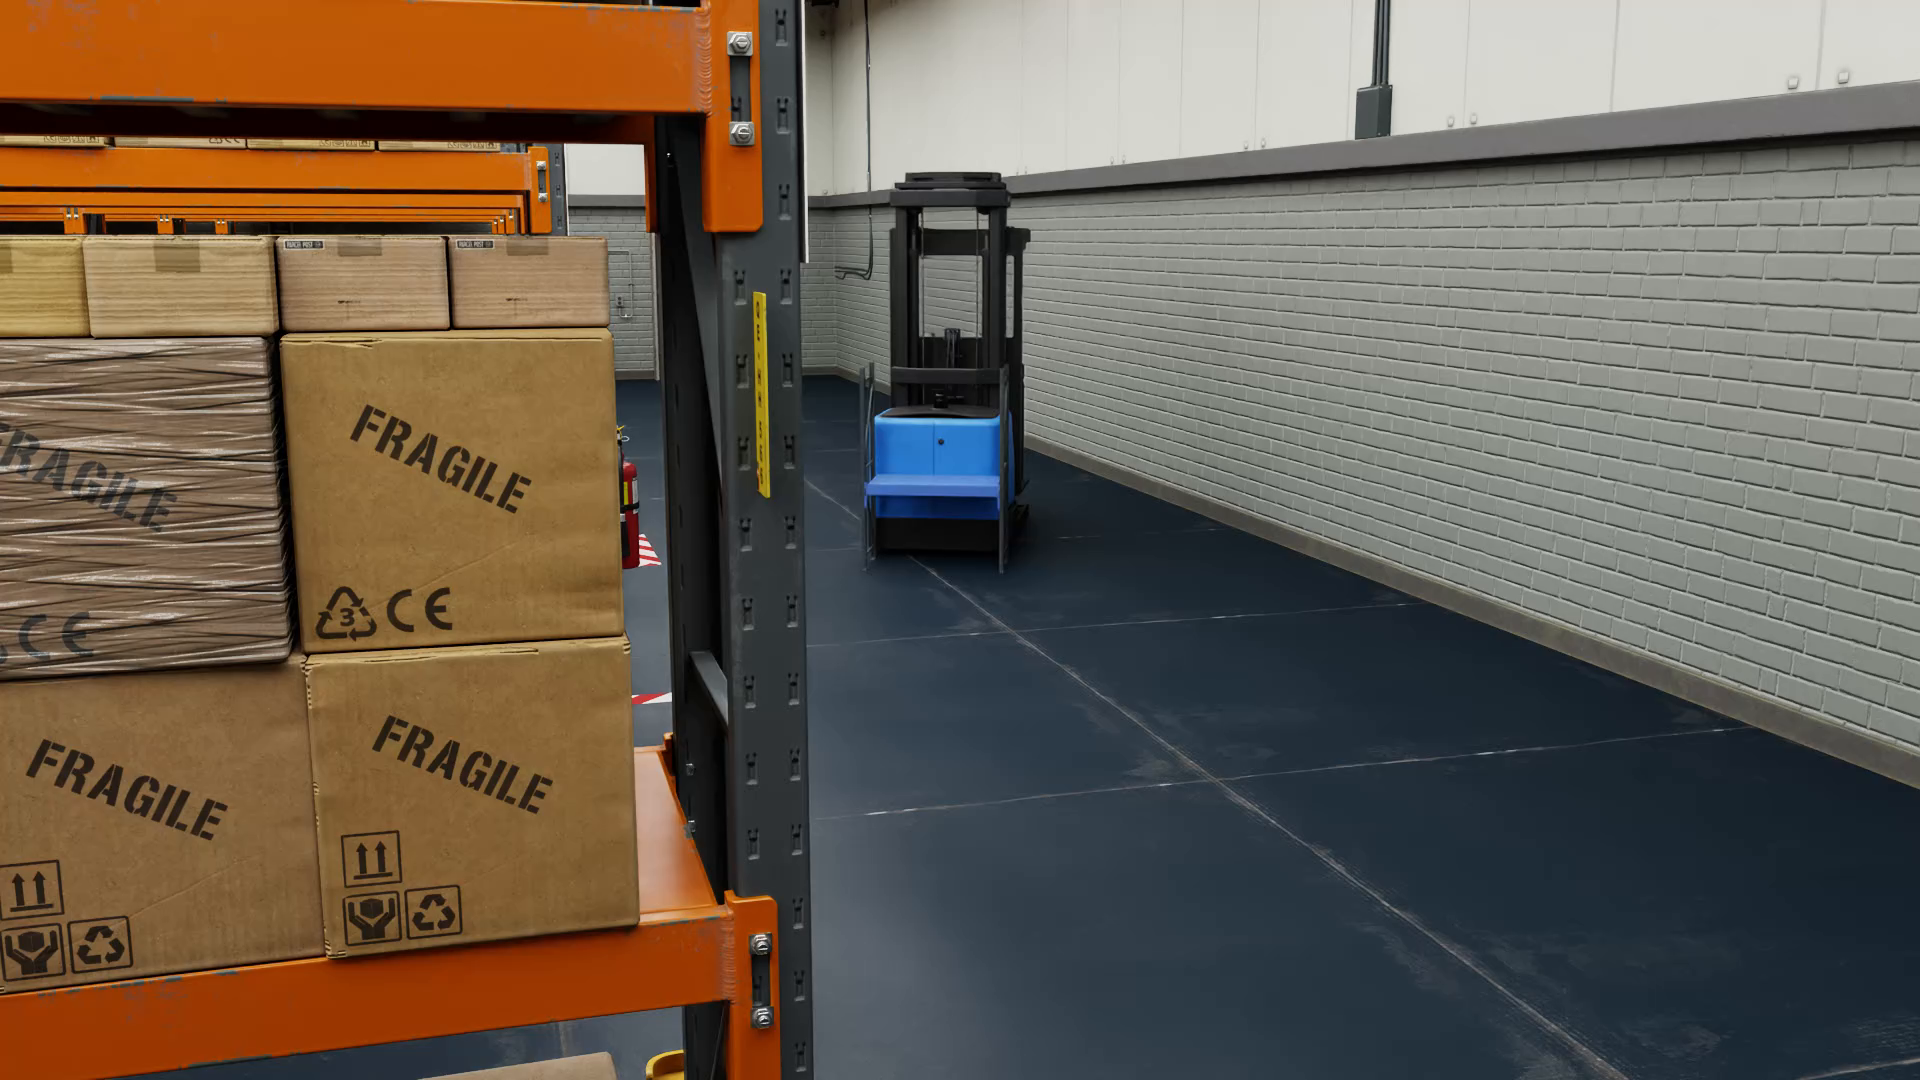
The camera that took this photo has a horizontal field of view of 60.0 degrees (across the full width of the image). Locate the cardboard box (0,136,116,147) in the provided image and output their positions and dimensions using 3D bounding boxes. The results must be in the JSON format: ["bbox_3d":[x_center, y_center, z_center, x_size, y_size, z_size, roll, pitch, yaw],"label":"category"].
[{"bbox_3d":[-3.775,-1.751,6.904,0.500,0.250,0.500,-3,11,-13],"label":"cardboard box"}]

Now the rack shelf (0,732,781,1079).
[{"bbox_3d":[-2.379,0.811,2.841,4.000,0.370,1.077,-3,11,-16],"label":"rack shelf"}]

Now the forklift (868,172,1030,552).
[{"bbox_3d":[0.003,-1.566,13.959,1.130,2.935,3.031,1,11,8],"label":"forklift"}]

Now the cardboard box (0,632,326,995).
[{"bbox_3d":[-1.334,0.400,2.811,0.500,0.500,0.500,-3,11,-17],"label":"cardboard box"}]

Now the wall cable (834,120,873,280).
[{"bbox_3d":[-1.852,-5.597,27.671,0.112,2.526,3.097,-3,11,-16],"label":"wall cable"}]

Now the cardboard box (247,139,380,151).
[{"bbox_3d":[-2.790,-1.804,7.193,0.500,0.250,0.500,-3,11,-16],"label":"cardboard box"}]

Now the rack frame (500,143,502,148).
[{"bbox_3d":[-5.994,-6.039,21.496,0.127,3.000,1.000,-3,11,-16],"label":"rack frame"}]

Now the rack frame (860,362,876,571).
[{"bbox_3d":[-0.685,-0.553,12.400,0.032,1.500,0.500,1,11,6],"label":"rack frame"}]

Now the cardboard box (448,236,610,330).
[{"bbox_3d":[-0.748,-0.451,2.880,0.250,0.149,0.380,-3,11,-15],"label":"cardboard box"}]

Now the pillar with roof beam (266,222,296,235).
[{"bbox_3d":[-9.589,-6.135,22.017,0.548,9.000,9.100,-3,11,-16],"label":"pillar with roof beam"}]

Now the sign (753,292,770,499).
[{"bbox_3d":[-0.321,-0.235,2.684,0.005,0.325,0.100,-3,11,-16],"label":"sign"}]

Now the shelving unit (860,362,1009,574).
[{"bbox_3d":[-0.180,-0.544,12.350,1.048,1.500,0.538,1,11,6],"label":"shelving unit"}]

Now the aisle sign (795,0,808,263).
[{"bbox_3d":[-0.303,-0.872,2.818,0.004,0.787,0.394,-3,11,-16],"label":"aisle sign"}]

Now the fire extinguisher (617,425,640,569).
[{"bbox_3d":[-1.569,-0.210,7.647,0.183,0.674,0.296,-3,11,-16],"label":"fire extinguisher"}]

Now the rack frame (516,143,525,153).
[{"bbox_3d":[-3.229,-4.317,12.141,0.127,3.000,1.000,-3,11,-16],"label":"rack frame"}]

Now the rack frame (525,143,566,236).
[{"bbox_3d":[-1.940,-0.499,7.973,0.127,3.000,1.000,-3,11,-16],"label":"rack frame"}]

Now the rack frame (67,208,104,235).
[{"bbox_3d":[-8.454,-2.025,16.261,0.127,3.000,1.000,-3,11,-16],"label":"rack frame"}]

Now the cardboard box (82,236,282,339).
[{"bbox_3d":[-1.209,-0.406,2.637,0.250,0.149,0.380,-3,11,-16],"label":"cardboard box"}]

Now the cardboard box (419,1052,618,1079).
[{"bbox_3d":[-1.065,1.461,3.244,0.875,0.438,0.875,-3,11,-18],"label":"cardboard box"}]

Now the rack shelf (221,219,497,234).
[{"bbox_3d":[-9.303,-4.970,25.960,4.000,0.370,1.077,-3,11,-16],"label":"rack shelf"}]

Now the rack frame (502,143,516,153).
[{"bbox_3d":[-4.613,-5.178,16.818,0.127,3.000,1.000,-3,11,-16],"label":"rack frame"}]

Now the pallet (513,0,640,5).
[{"bbox_3d":[-1.168,-1.036,2.849,1.213,0.211,1.003,-3,11,-16],"label":"pallet"}]

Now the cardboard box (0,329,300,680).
[{"bbox_3d":[-1.349,-0.087,2.698,0.500,0.500,0.500,-3,11,-16],"label":"cardboard box"}]

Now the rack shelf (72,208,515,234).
[{"bbox_3d":[-6.534,-3.248,16.605,4.000,0.370,1.077,-3,11,-16],"label":"rack shelf"}]

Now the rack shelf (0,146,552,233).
[{"bbox_3d":[-3.860,-1.519,7.216,4.000,0.370,1.077,-3,11,-16],"label":"rack shelf"}]

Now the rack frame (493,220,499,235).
[{"bbox_3d":[-7.382,-3.950,26.716,0.127,3.000,1.000,-3,11,-16],"label":"rack frame"}]

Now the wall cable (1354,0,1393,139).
[{"bbox_3d":[3.164,-5.586,10.149,0.120,5.999,2.277,-3,11,-16],"label":"wall cable"}]

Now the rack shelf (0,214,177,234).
[{"bbox_3d":[-11.755,-3.906,20.183,4.000,0.370,1.077,-3,11,-16],"label":"rack shelf"}]
